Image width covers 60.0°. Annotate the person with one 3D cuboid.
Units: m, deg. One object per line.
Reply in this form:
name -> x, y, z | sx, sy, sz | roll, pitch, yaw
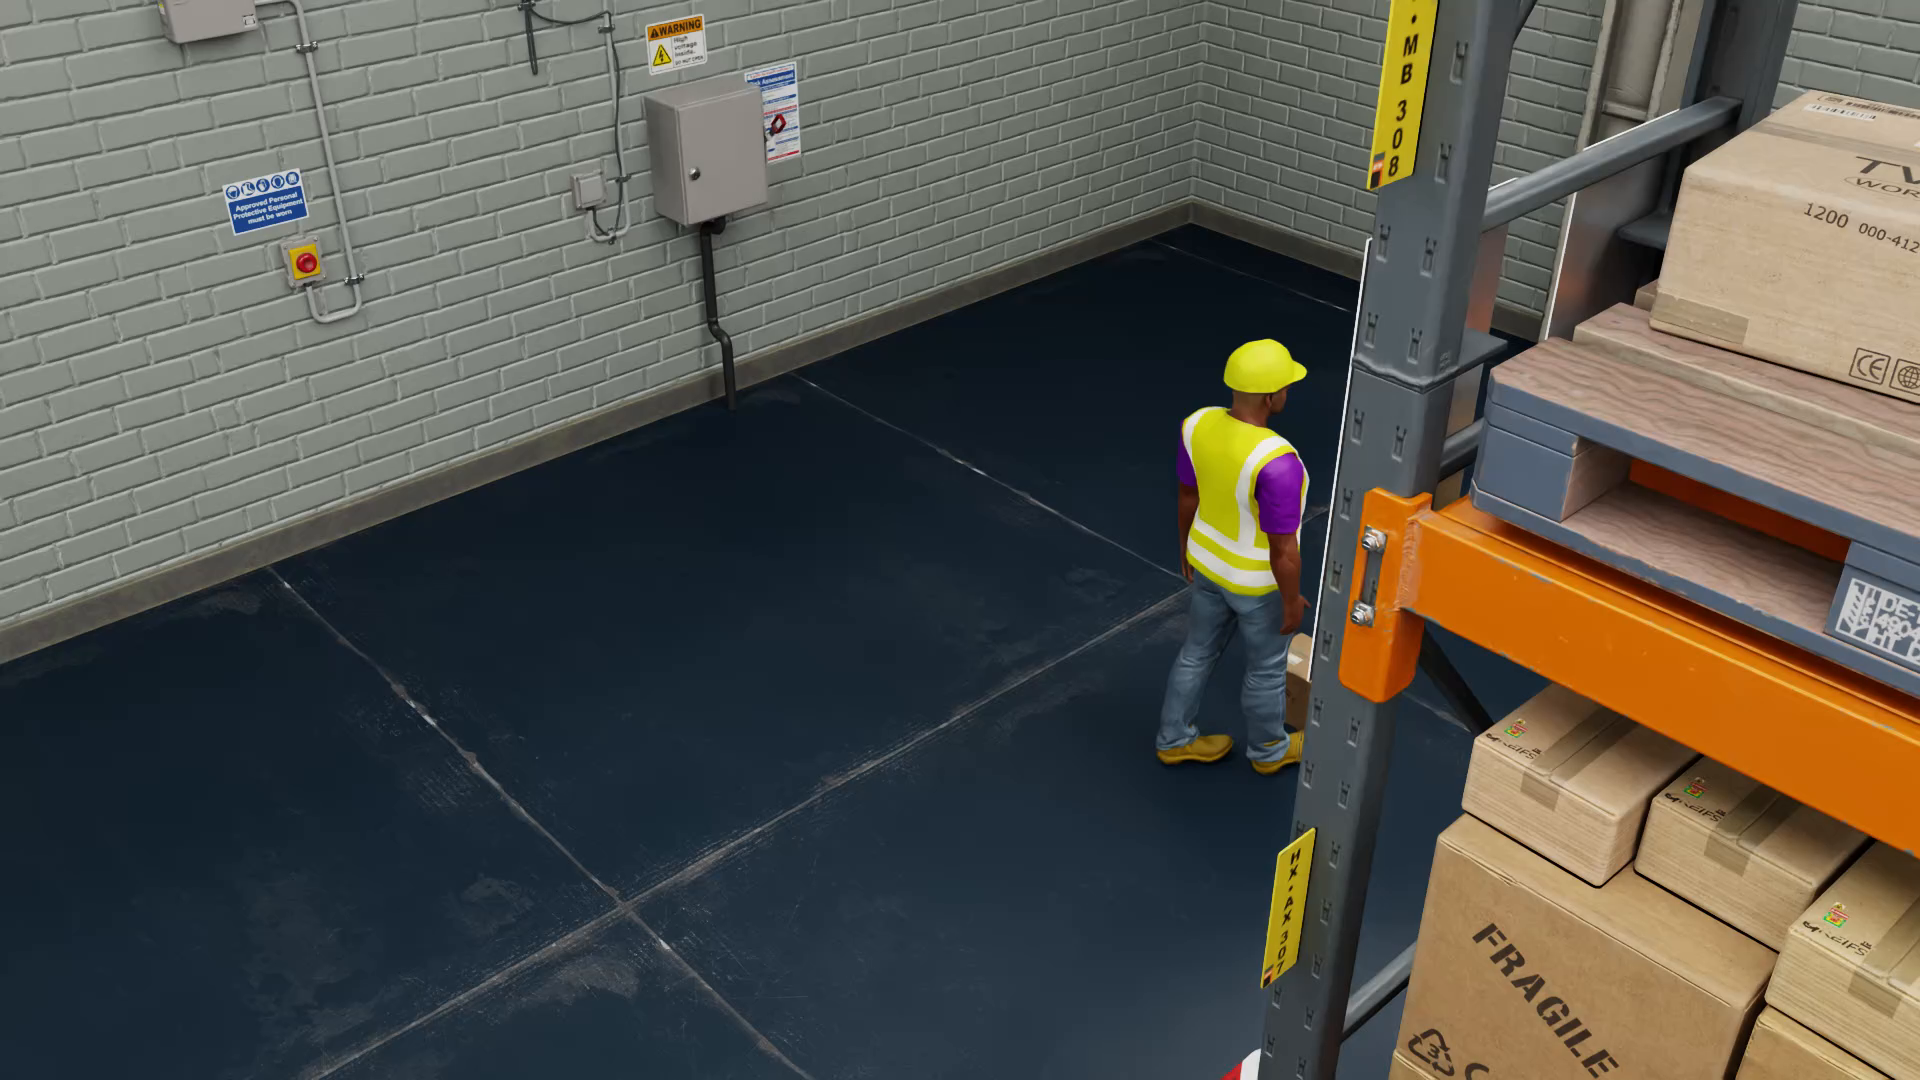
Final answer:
person -> 1.067, 0.079, 5.975 | 0.602, 1.767, 0.581 | -18, 36, -27
